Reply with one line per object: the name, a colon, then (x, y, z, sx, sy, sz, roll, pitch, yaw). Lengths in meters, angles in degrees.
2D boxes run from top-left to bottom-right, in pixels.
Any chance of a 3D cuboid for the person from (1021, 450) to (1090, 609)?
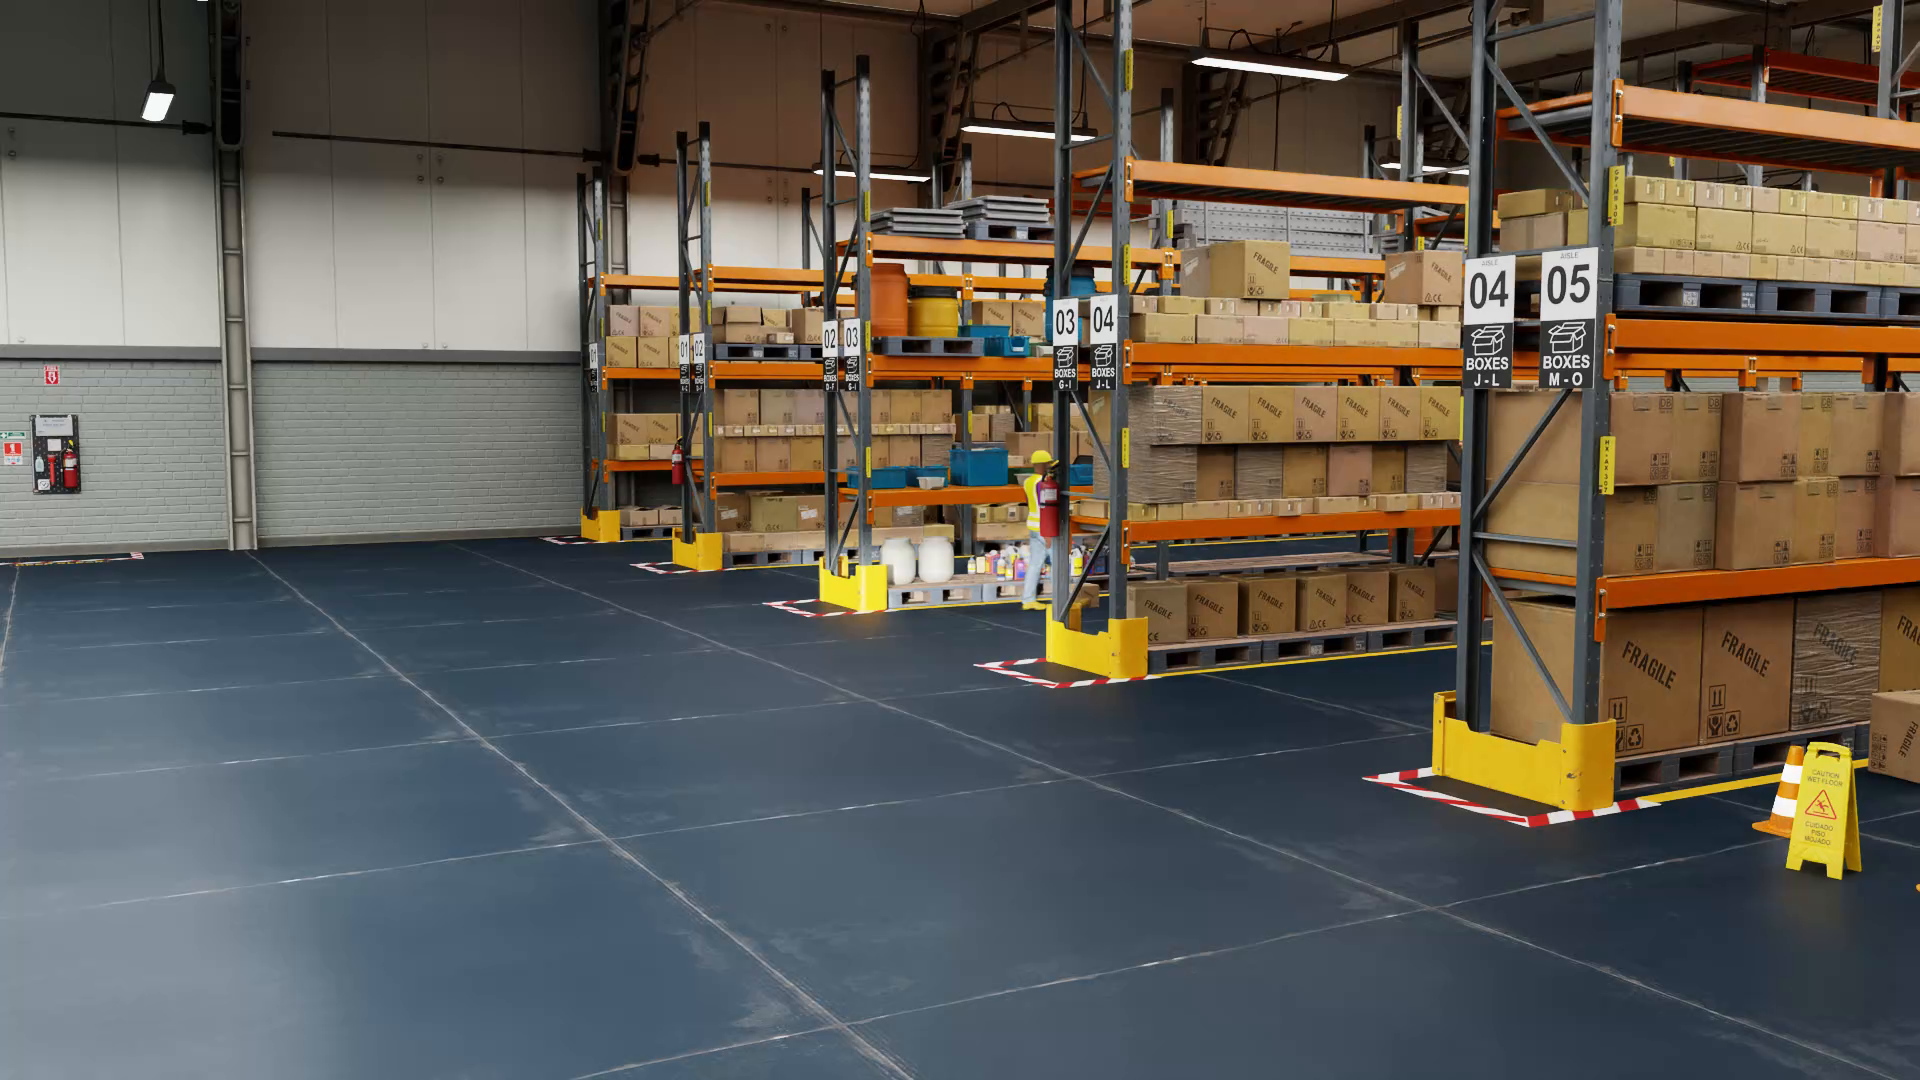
person: (1.040, -0.114, 18.377, 0.752, 1.749, 0.589, -2, 5, -22)
